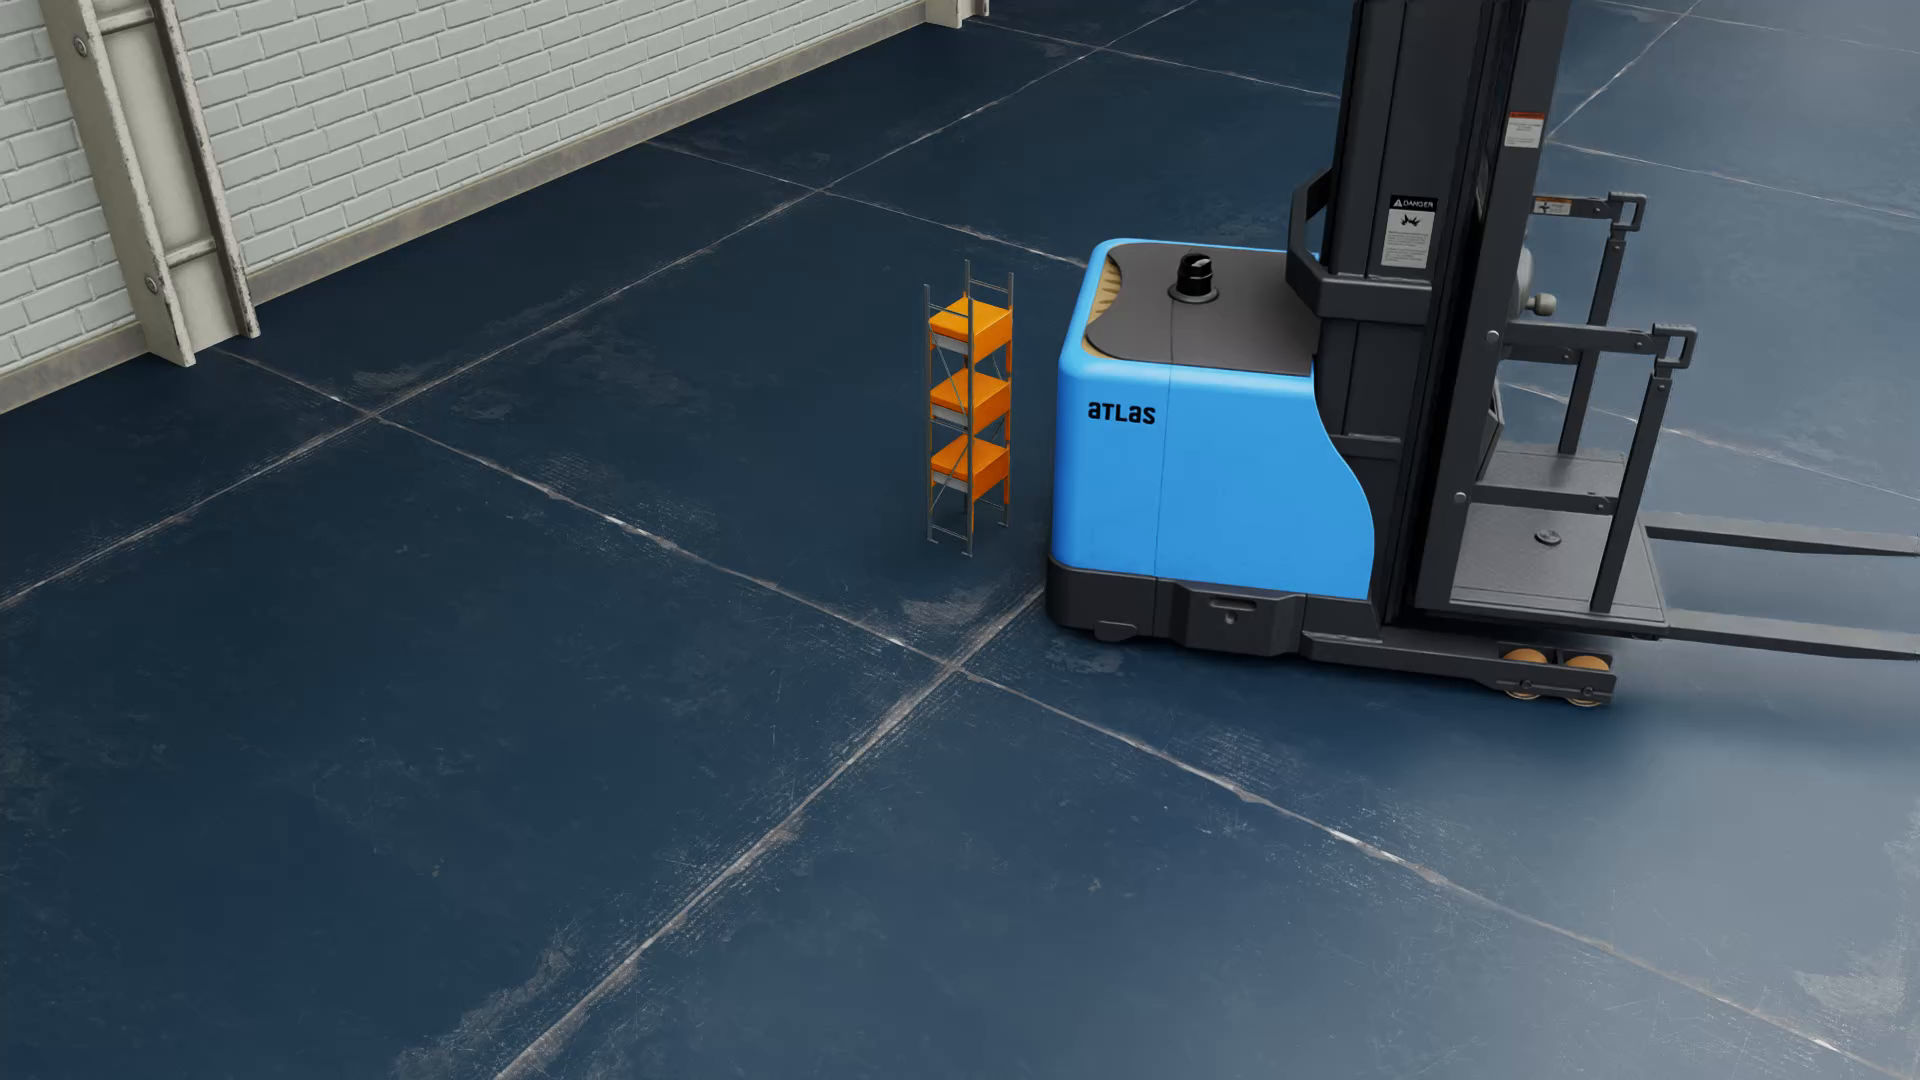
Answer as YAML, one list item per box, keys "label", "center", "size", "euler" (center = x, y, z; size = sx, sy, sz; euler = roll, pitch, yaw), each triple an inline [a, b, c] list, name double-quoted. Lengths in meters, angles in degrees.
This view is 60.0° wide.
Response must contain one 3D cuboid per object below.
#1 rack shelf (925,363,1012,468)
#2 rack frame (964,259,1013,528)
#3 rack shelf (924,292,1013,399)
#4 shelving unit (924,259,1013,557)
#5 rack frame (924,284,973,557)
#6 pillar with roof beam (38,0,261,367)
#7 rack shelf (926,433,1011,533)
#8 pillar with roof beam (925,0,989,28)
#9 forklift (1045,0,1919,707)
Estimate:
- label: "rack shelf"
  center: [0.031, -0.451, 5.998]
  size: [0.215, 0.259, 0.240]
  euler: [21, 39, 28]
- label: "rack frame"
  center: [0.100, -0.516, 6.075]
  size: [0.200, 1.050, 0.008]
  euler: [21, 39, 28]
- label: "rack shelf"
  center: [0.031, -0.686, 5.839]
  size: [0.215, 0.259, 0.240]
  euler: [21, 39, 28]
- label: "shelving unit"
  center: [0.031, -0.460, 5.992]
  size: [0.215, 1.050, 0.252]
  euler: [21, 39, 28]
- label: "rack frame"
  center: [-0.039, -0.403, 5.909]
  size: [0.200, 1.050, 0.008]
  euler: [21, 39, 28]
- label: "pillar with roof beam"
  center: [0.085, -3.258, 3.035]
  size: [9.100, 9.000, 0.400]
  euler: [21, 39, 28]
- label: "rack shelf"
  center: [0.031, -0.221, 6.154]
  size: [0.215, 0.259, 0.240]
  euler: [21, 39, 28]
- label: "pillar with roof beam"
  center: [3.506, -6.020, 7.118]
  size: [9.100, 9.000, 0.400]
  euler: [21, 39, 28]
- label: "forklift"
  center: [1.865, -0.994, 5.103]
  size: [3.031, 2.935, 1.130]
  euler: [6, 35, 9]
